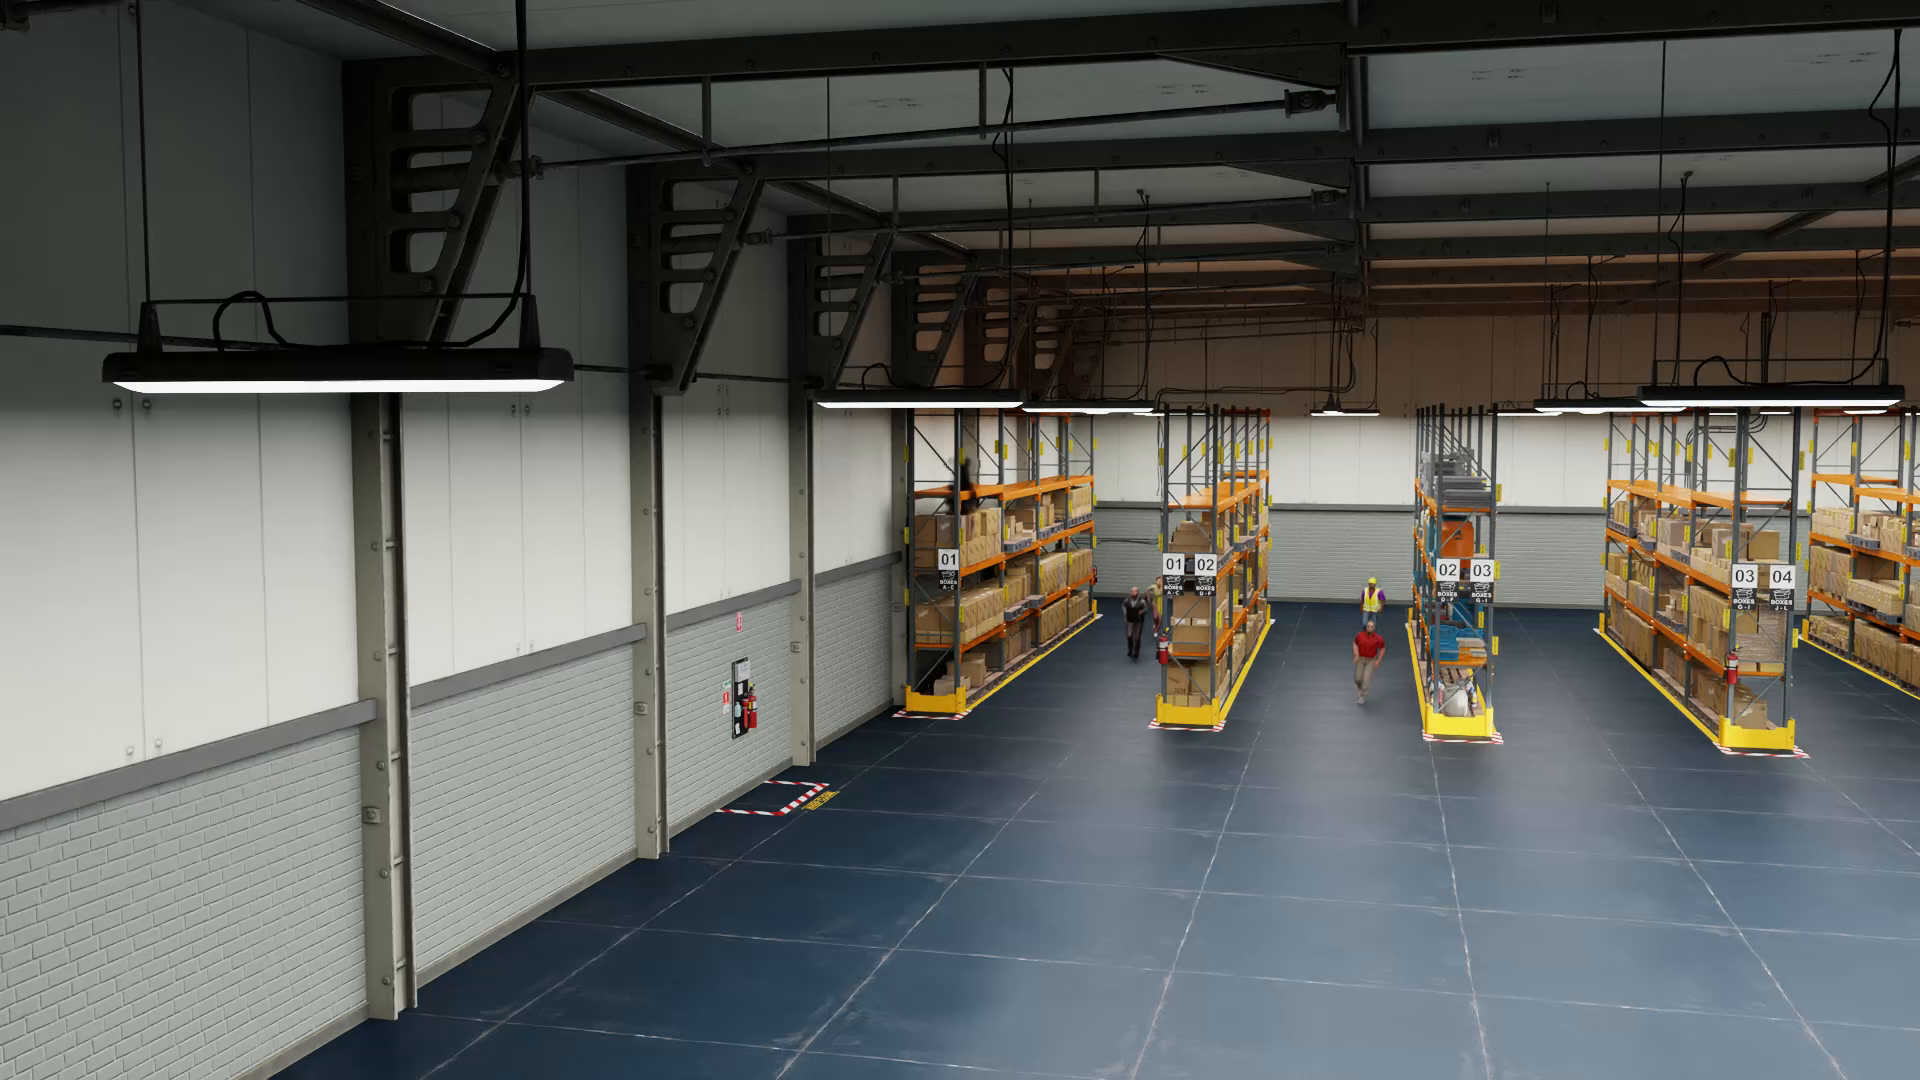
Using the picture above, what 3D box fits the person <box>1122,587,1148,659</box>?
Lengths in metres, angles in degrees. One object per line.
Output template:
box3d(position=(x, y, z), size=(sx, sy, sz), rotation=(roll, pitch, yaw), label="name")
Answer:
box3d(position=(4.165, 1.984, 39.718), size=(0.662, 1.707, 0.693), rotation=(1, 4, 14), label="person")

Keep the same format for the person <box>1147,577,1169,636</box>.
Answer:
box3d(position=(5.214, 1.750, 43.722), size=(0.566, 1.595, 0.674), rotation=(0, 4, -3), label="person")

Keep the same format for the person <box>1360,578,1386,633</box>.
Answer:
box3d(position=(10.392, 1.796, 41.960), size=(0.684, 1.711, 0.803), rotation=(2, 4, 22), label="person")

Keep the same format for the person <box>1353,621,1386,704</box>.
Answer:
box3d(position=(8.260, 2.455, 33.566), size=(0.661, 1.677, 0.550), rotation=(2, 5, 28), label="person")
